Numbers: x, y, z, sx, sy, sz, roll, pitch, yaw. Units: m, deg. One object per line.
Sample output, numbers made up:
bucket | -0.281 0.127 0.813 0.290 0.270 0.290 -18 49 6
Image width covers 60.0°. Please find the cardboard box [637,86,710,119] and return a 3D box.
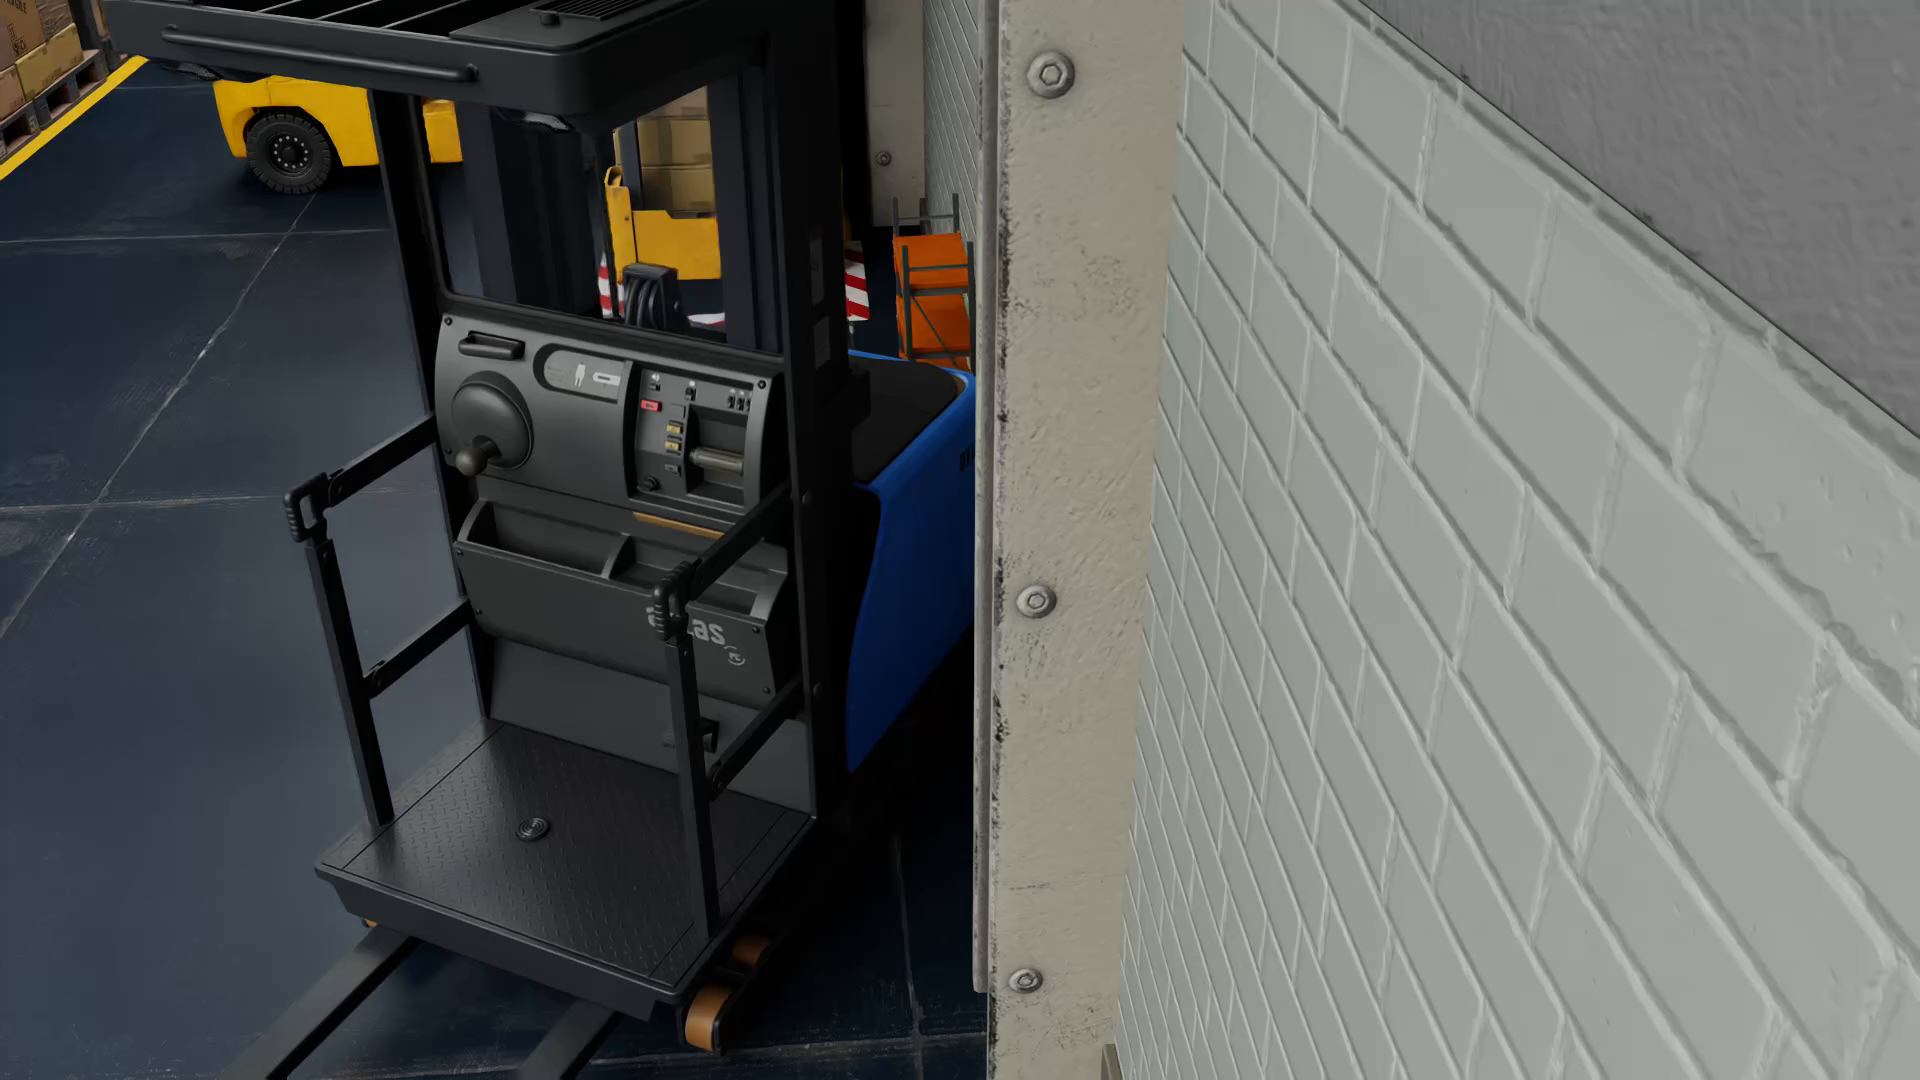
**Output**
cardboard box | -1.542 -2.369 8.588 0.500 0.250 0.500 -2 31 -3

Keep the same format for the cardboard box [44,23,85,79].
cardboard box | -6.181 -3.233 11.010 0.500 0.250 0.500 -1 31 -2

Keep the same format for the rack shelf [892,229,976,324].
rack shelf | -0.094 -0.936 5.873 0.258 0.148 0.480 -4 31 -4

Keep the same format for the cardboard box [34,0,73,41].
cardboard box | -6.181 -3.555 10.817 0.500 0.500 0.500 -3 31 -5

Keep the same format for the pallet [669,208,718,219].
pallet | -1.302 -1.911 9.244 1.003 0.211 1.213 -3 31 -5

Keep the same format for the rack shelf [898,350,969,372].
rack shelf | -0.081 -0.542 6.110 0.258 0.148 0.480 -4 31 -4

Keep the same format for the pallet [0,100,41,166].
pallet | -6.289 -2.360 9.995 1.003 0.211 1.213 -3 31 -5

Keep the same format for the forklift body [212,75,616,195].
forklift body | -3.182 -3.236 9.570 2.313 2.155 1.214 -3 31 -5

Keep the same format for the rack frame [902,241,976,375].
rack frame | -0.058 -0.475 5.867 0.240 1.200 0.015 -4 31 -4

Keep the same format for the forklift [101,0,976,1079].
forklift | -0.947 -0.243 3.799 1.130 2.935 3.031 13 33 20

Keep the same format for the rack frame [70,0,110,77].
rack frame | -6.504 -4.522 10.896 1.000 3.000 0.127 -3 31 -5

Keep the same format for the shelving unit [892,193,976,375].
shelving unit | -0.083 -0.599 6.076 0.258 1.200 0.503 -4 31 -4

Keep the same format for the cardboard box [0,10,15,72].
cardboard box | -6.083 -3.035 9.946 0.500 0.500 0.500 -1 31 -2

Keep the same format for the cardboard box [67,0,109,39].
cardboard box | -6.555 -3.842 11.910 0.950 0.372 0.625 -2 31 -4

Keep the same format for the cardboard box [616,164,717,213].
cardboard box | -1.547 -1.944 8.852 0.500 0.250 0.500 -3 31 -4

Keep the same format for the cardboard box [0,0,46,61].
cardboard box | -6.132 -3.295 10.382 0.500 0.500 0.500 -2 31 -4

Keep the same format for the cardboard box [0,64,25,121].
cardboard box | -6.078 -2.702 10.120 0.500 0.250 0.500 -2 31 -4

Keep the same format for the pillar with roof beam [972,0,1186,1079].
pillar with roof beam | -4.082 -2.424 1.534 9.100 9.000 0.400 -3 31 -5

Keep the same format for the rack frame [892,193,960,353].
rack frame | -0.108 -0.724 6.284 0.240 1.200 0.015 -4 31 -4

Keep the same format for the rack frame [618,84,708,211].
rack frame | -1.188 -2.720 7.878 1.000 3.000 0.127 -3 31 -5

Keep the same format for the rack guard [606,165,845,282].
rack guard | -1.186 -1.634 8.499 1.175 0.500 0.348 -3 31 -5

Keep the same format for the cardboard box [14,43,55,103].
cardboard box | -6.121 -2.962 10.555 0.500 0.250 0.500 -4 31 -6

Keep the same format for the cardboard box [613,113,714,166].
cardboard box | -1.545 -2.168 8.738 0.500 0.250 0.500 -3 31 -5

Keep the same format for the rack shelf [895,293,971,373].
rack shelf | -0.087 -0.733 5.995 0.258 0.148 0.480 -4 31 -4

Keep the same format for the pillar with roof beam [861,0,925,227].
pillar with roof beam | -4.642 -5.488 6.662 9.100 9.000 0.400 -3 31 -5

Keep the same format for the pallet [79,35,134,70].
pallet | -6.578 -3.723 12.276 1.003 0.211 1.213 -3 31 -5

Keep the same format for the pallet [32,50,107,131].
pallet | -6.406 -2.984 11.040 1.003 0.211 1.213 -3 31 -5
